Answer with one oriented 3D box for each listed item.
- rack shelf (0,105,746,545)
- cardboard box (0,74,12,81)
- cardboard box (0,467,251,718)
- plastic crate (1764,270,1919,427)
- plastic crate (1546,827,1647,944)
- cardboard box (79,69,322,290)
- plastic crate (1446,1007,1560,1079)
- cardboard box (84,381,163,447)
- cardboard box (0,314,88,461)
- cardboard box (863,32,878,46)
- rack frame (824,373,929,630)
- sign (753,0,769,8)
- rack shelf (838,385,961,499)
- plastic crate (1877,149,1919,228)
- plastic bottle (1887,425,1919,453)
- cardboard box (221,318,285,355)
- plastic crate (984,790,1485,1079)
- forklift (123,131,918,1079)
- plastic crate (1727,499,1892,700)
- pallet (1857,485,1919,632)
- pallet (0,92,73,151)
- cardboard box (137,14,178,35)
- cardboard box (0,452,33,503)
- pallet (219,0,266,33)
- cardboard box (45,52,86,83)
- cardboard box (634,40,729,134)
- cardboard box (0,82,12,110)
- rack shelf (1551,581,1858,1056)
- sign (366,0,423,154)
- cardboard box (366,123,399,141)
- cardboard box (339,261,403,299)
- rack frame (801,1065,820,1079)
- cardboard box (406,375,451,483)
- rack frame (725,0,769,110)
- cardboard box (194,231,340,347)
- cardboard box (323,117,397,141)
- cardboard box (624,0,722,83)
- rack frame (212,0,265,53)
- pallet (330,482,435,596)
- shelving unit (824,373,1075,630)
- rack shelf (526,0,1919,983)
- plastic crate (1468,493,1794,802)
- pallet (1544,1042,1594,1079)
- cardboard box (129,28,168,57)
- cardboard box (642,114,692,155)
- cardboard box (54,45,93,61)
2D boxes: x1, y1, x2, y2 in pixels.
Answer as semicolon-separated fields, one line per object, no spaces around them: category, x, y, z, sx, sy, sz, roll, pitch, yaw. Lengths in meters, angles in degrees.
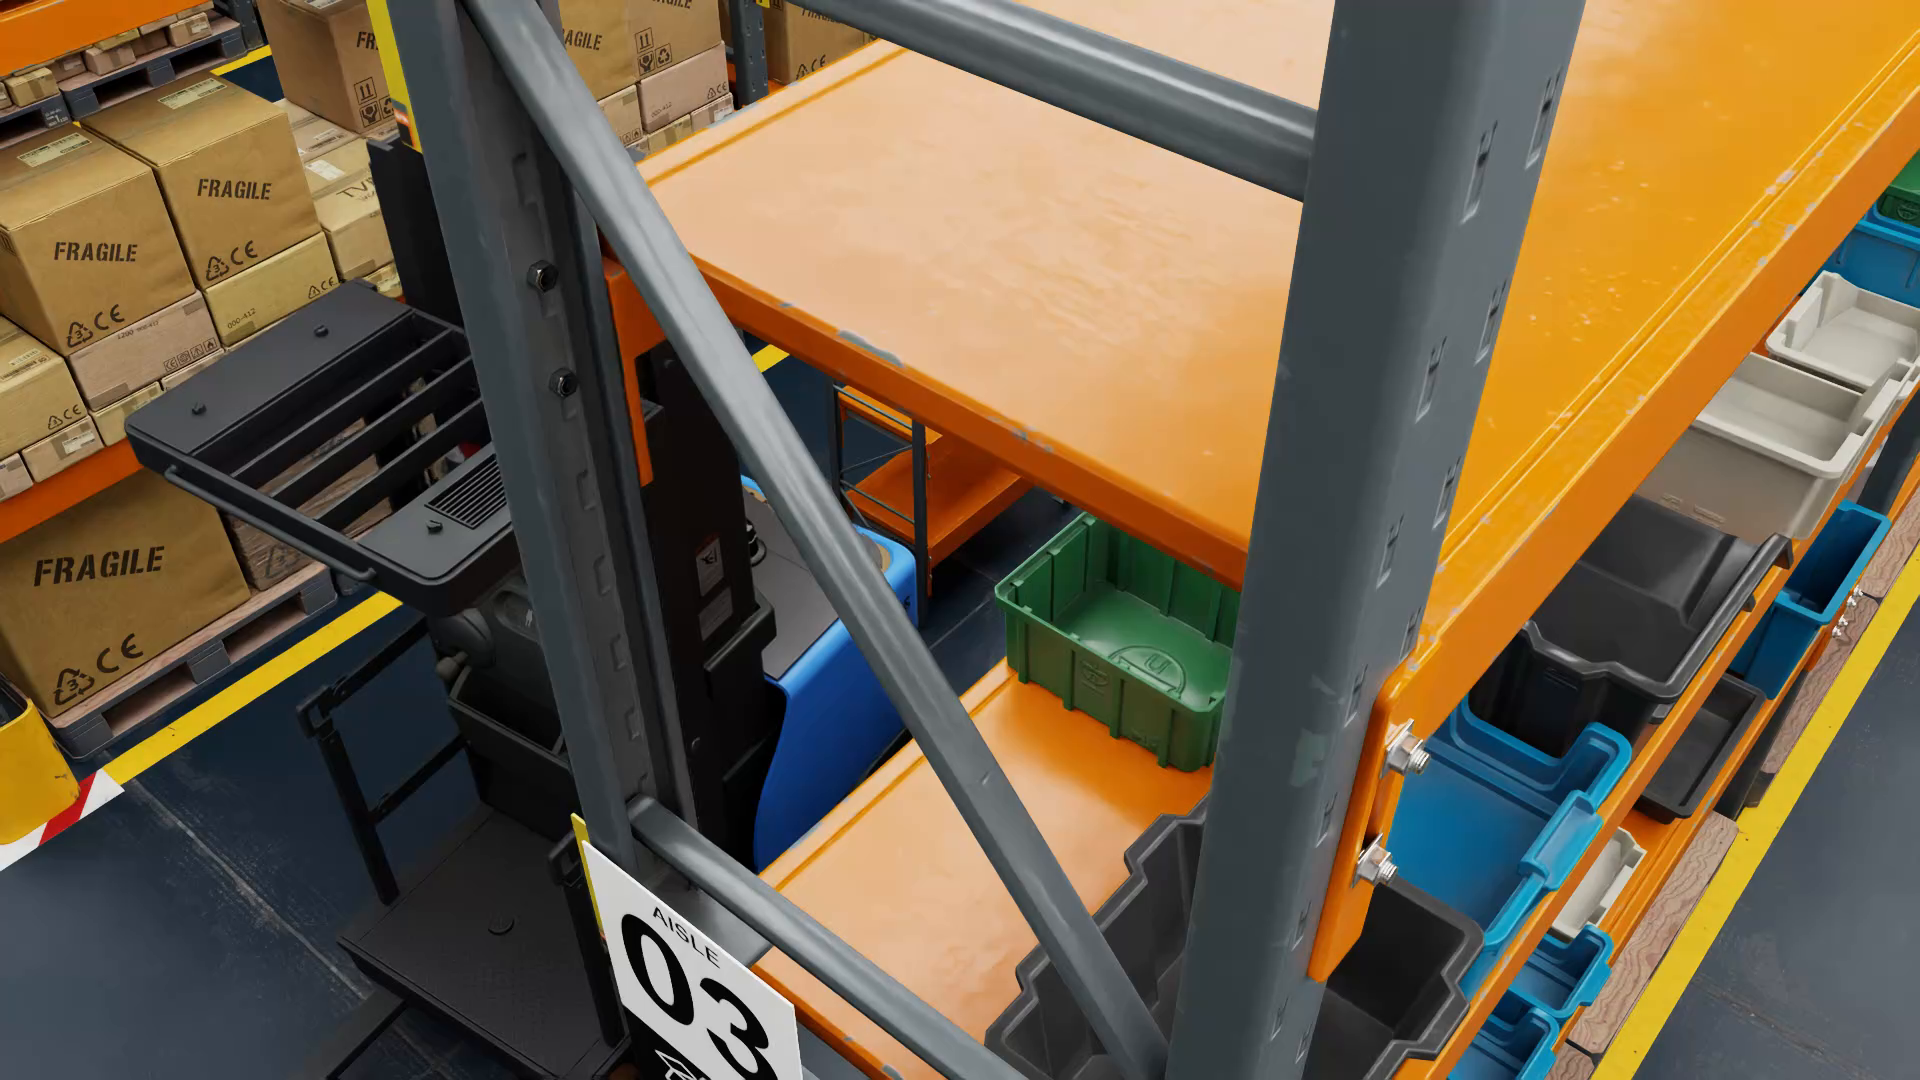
rack shelf;-2.590;-1.075;6.919;1.077;0.370;4.000;29;50;28
cardboard box;-5.891;-2.835;9.907;0.380;0.149;0.250;27;49;27
cardboard box;-3.527;-0.045;6.519;0.875;0.875;0.875;29;50;28
plastic crate;1.960;-0.419;3.630;0.293;0.136;0.466;29;50;28
plastic crate;1.597;0.876;4.391;0.293;0.136;0.466;29;50;28
cardboard box;-2.711;-1.300;5.966;0.500;0.500;0.500;28;49;27
plastic crate;1.172;1.210;3.951;0.416;0.233;0.300;29;50;28
cardboard box;-3.068;-0.523;5.964;0.380;0.149;0.250;28;49;28
cardboard box;-3.362;-0.496;5.638;0.500;0.250;0.500;28;49;27
cardboard box;-0.493;-2.796;8.203;0.500;0.500;0.500;30;50;29
rack frame;-0.331;-0.151;6.762;0.500;1.125;0.032;29;50;28
sign;-0.877;-2.481;7.229;0.100;0.325;0.005;29;50;28
rack shelf;-0.004;-0.629;6.853;0.538;0.278;1.000;29;50;28
plastic crate;2.446;-0.909;4.130;0.450;0.188;0.662;29;50;28
plastic bottle;3.313;-0.442;5.781;0.152;0.276;0.135;29;50;28
cardboard box;-2.737;-0.788;6.256;0.380;0.149;0.250;29;49;28
plastic crate;0.375;0.694;2.307;0.497;0.269;0.590;29;50;28
forklift;-1.351;0.411;4.802;1.130;2.935;3.031;23;47;23
plastic crate;2.448;0.145;5.010;0.392;0.384;0.575;29;50;28
pallet;3.801;-0.205;7.501;1.003;0.211;1.213;29;50;28
pallet;-6.225;-2.546;10.076;1.003;0.211;1.213;29;50;28
cardboard box;-5.159;-3.336;10.458;0.380;0.149;0.250;27;49;27
cardboard box;-3.396;-0.258;5.673;0.380;0.149;0.250;30;50;29
pallet;-4.535;-3.940;11.609;1.003;0.211;1.213;29;50;28
cardboard box;-5.641;-2.977;10.283;0.380;0.149;0.250;28;49;28
cardboard box;-1.387;-2.084;7.385;0.500;0.250;0.500;29;49;28
cardboard box;-5.912;-2.683;9.961;0.380;0.149;0.250;30;50;29
rack shelf;1.201;1.070;4.561;1.077;0.370;4.000;29;50;28
sign;-0.518;-0.497;1.529;0.100;0.325;0.005;29;50;28
cardboard box;-2.046;-1.554;6.802;0.500;0.250;0.500;31;50;29
cardboard box;-2.408;-1.051;6.545;0.380;0.149;0.250;28;49;27
rack frame;-0.087;1.833;3.186;1.000;3.000;0.127;29;50;28
cardboard box;-2.368;-0.971;7.538;0.875;0.875;0.875;29;50;28
rack frame;-1.303;-2.371;7.810;1.000;3.000;0.127;29;50;28
cardboard box;-2.706;-1.024;6.219;0.500;0.250;0.500;28;49;27
cardboard box;-2.459;-1.774;7.044;0.500;0.250;0.500;31;51;29
cardboard box;-1.394;-2.350;7.120;0.500;0.500;0.500;31;51;30
rack frame;-5.035;-4.570;10.229;1.000;3.000;0.127;29;50;28
pallet;-2.637;-0.350;7.661;1.003;0.211;1.213;29;50;28
shelving unit;-0.004;-0.413;7.050;0.538;1.125;1.048;29;50;28
rack shelf;1.201;-1.002;2.677;1.077;0.370;4.000;29;50;28
plastic crate;1.107;0.079;2.932;0.504;0.338;0.767;29;50;28
pallet;1.259;1.832;5.261;1.003;0.211;1.213;29;50;28
cardboard box;-5.257;-3.224;10.555;0.380;0.149;0.250;31;51;29
cardboard box;-1.415;-1.846;7.420;0.380;0.149;0.250;30;50;29
cardboard box;-5.554;-3.104;10.202;0.380;0.149;0.250;30;50;29
